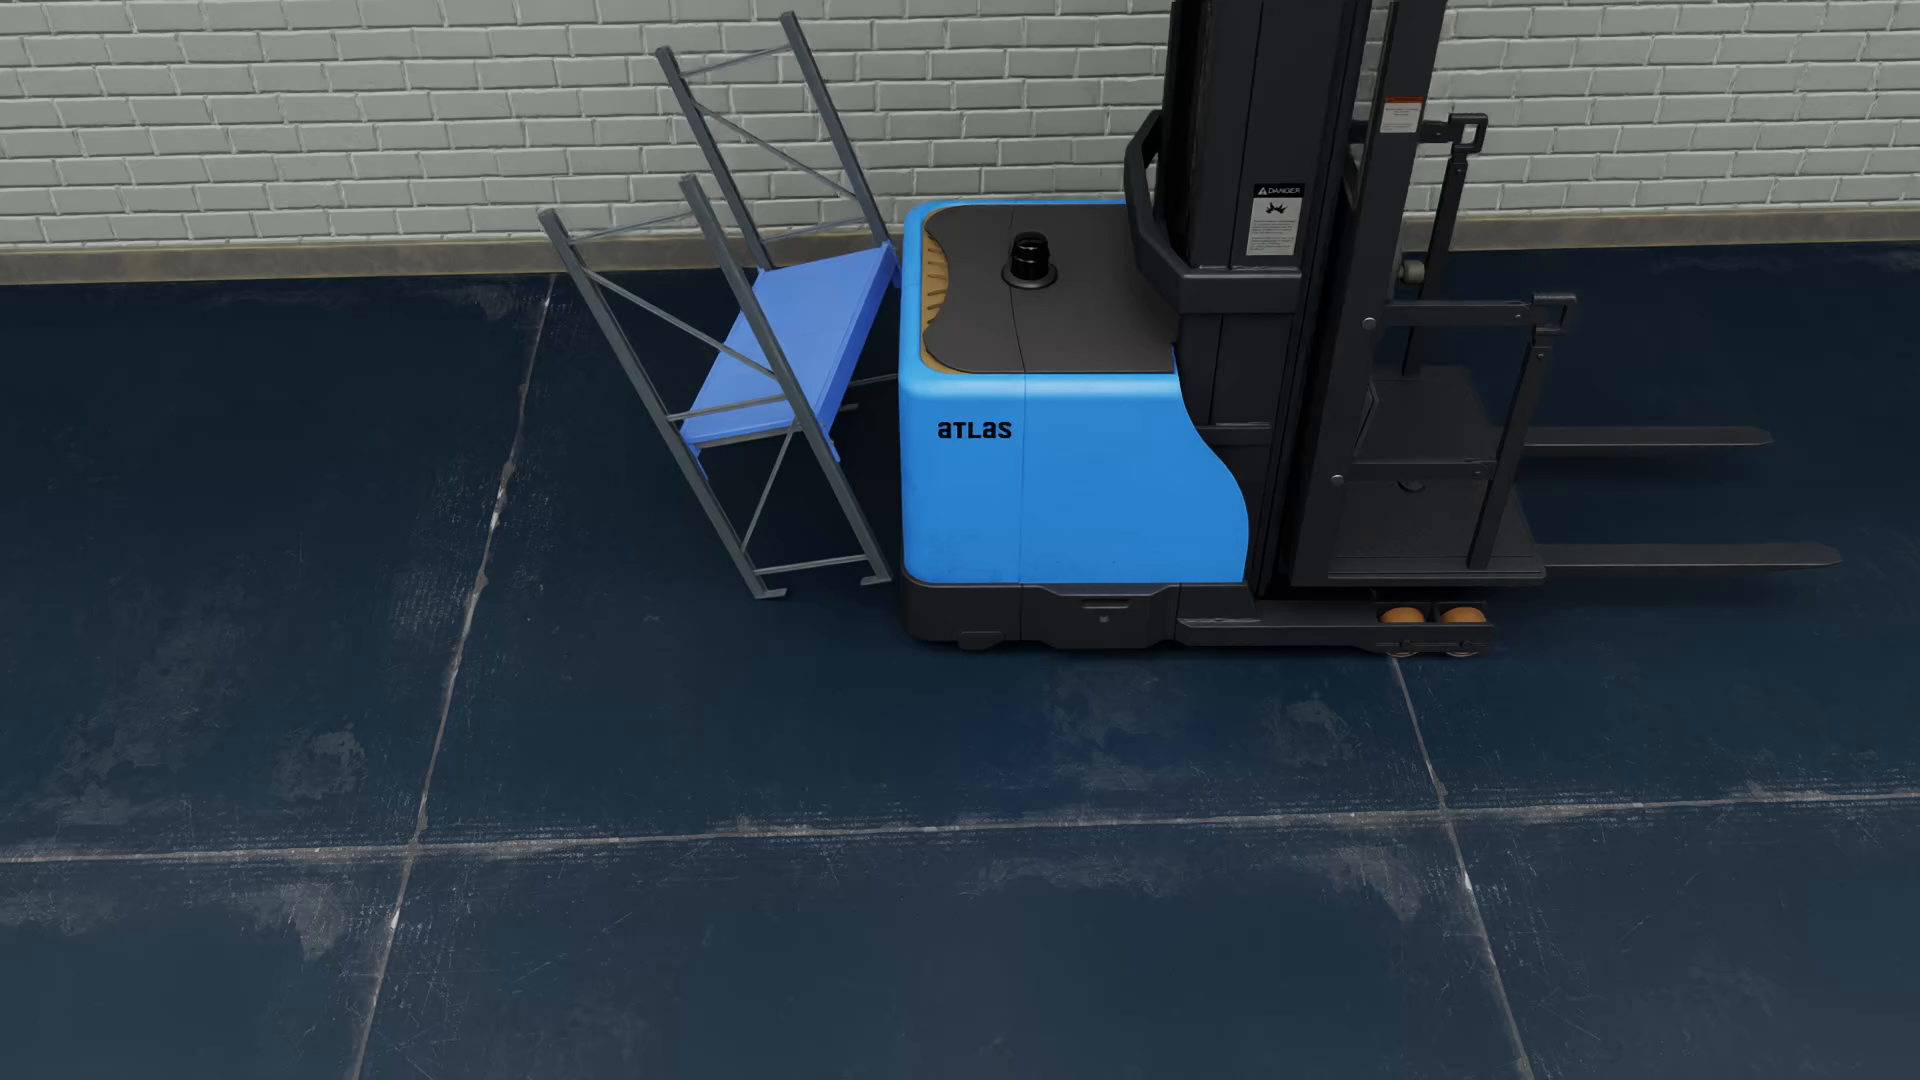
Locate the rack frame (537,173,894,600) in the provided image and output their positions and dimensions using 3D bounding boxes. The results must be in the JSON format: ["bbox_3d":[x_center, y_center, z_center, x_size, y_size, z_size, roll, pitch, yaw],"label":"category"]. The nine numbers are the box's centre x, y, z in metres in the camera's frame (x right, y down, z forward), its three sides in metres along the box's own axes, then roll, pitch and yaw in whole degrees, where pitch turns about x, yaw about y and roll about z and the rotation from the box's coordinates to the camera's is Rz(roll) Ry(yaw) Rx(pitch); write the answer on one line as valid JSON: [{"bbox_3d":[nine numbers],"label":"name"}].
[{"bbox_3d":[-0.698,-0.396,5.013,0.500,1.500,0.032,-8,39,21],"label":"rack frame"}]

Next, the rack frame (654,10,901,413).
[{"bbox_3d":[-0.505,-1.071,5.749,0.500,1.500,0.032,-8,39,21],"label":"rack frame"}]

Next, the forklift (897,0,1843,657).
[{"bbox_3d":[1.324,-1.066,4.744,3.031,2.935,1.130,0,43,0],"label":"forklift"}]

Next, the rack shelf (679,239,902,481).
[{"bbox_3d":[-0.541,-0.601,5.486,0.538,0.185,1.000,-8,39,21],"label":"rack shelf"}]

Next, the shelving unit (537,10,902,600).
[{"bbox_3d":[-0.602,-0.734,5.381,0.538,1.500,1.048,-8,39,21],"label":"shelving unit"}]
